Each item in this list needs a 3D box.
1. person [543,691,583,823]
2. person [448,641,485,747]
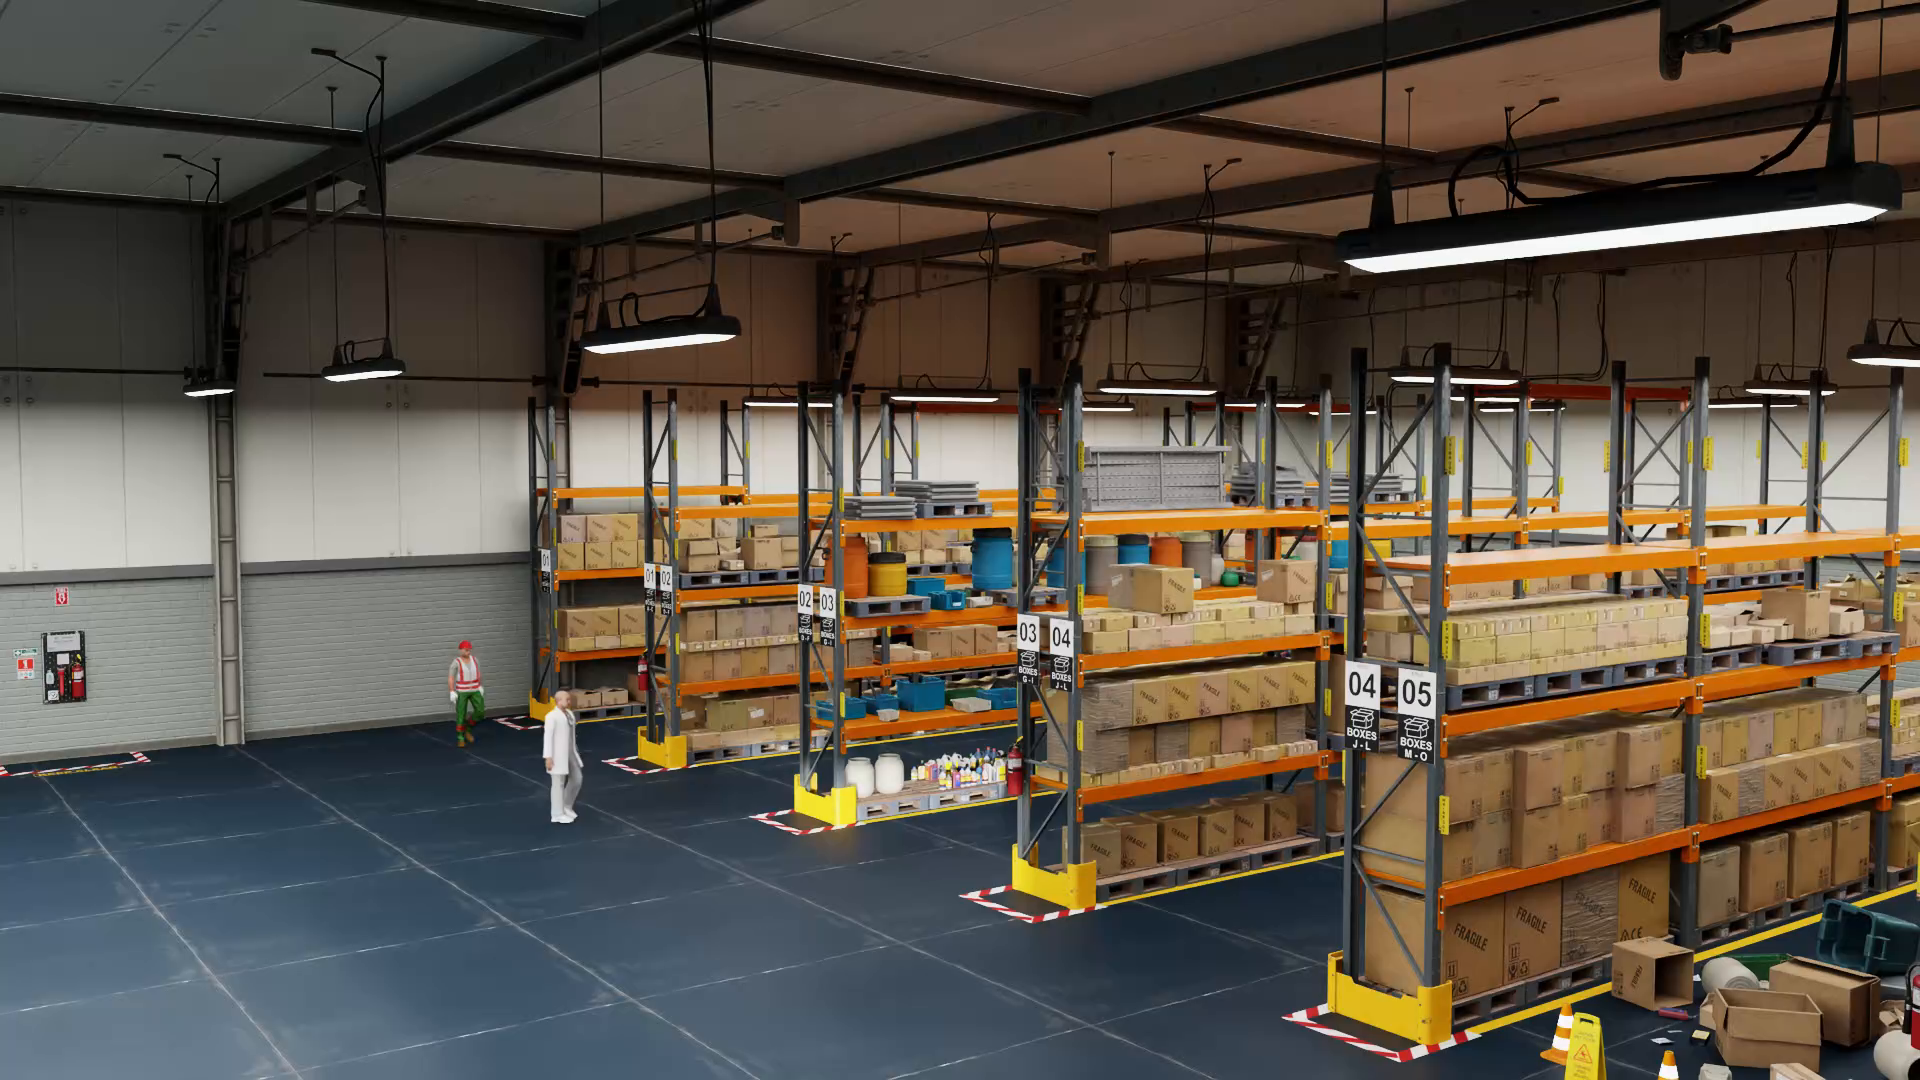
[{"bbox_3d":[-5.416,2.946,22.641,0.503,1.794,0.684,1,4,22],"label":"person"},{"bbox_3d":[-8.384,2.602,28.291,0.678,1.788,0.505,-3,4,-41],"label":"person"}]
